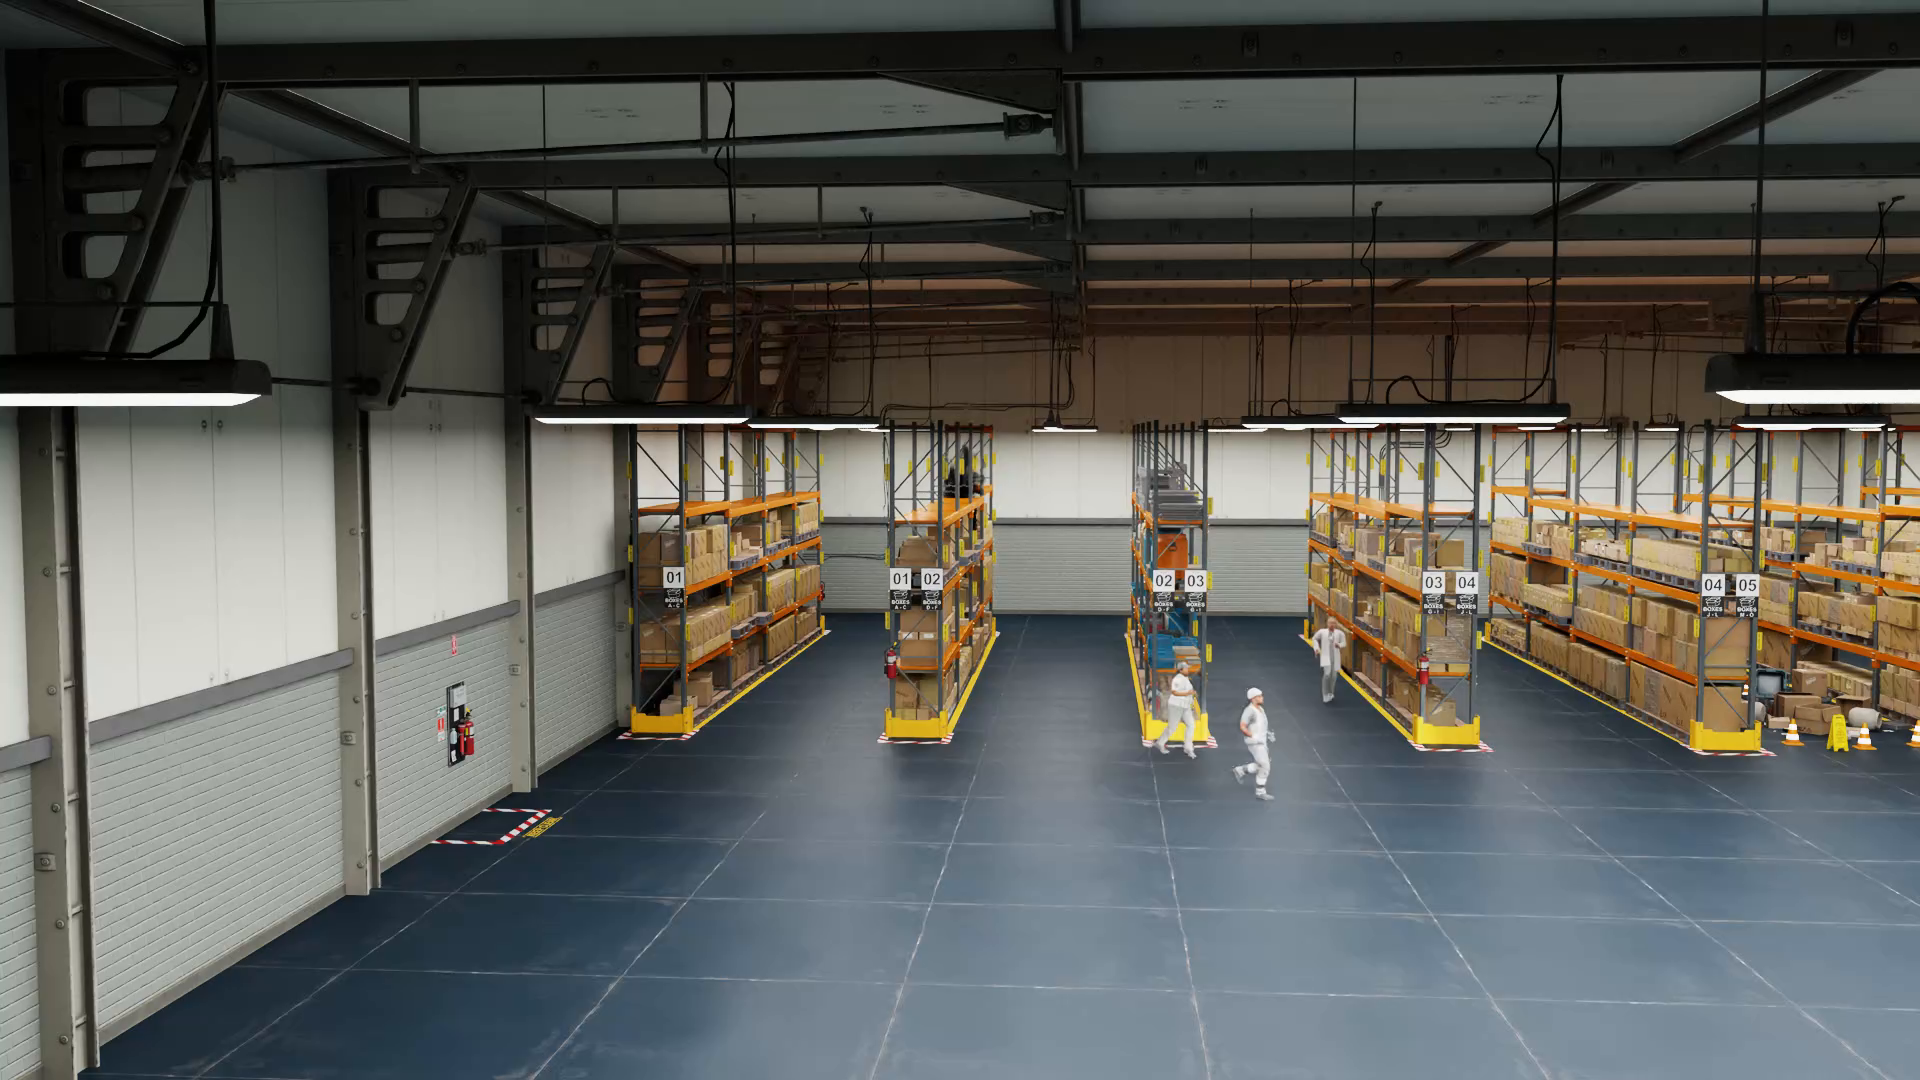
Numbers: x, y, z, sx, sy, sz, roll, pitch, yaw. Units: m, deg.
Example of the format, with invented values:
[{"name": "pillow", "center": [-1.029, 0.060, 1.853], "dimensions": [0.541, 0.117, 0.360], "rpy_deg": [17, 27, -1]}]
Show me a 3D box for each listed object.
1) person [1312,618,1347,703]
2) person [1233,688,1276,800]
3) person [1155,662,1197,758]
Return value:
[{"name": "person", "center": [7.947, 2.585, 35.686], "dimensions": [0.673, 1.836, 0.814], "rpy_deg": [0, 4, 0]}, {"name": "person", "center": [4.607, 3.199, 26.186], "dimensions": [0.699, 1.753, 0.655], "rpy_deg": [2, 4, 28]}, {"name": "person", "center": [3.899, 3.025, 29.668], "dimensions": [0.777, 1.725, 0.605], "rpy_deg": [3, 4, 35]}]
